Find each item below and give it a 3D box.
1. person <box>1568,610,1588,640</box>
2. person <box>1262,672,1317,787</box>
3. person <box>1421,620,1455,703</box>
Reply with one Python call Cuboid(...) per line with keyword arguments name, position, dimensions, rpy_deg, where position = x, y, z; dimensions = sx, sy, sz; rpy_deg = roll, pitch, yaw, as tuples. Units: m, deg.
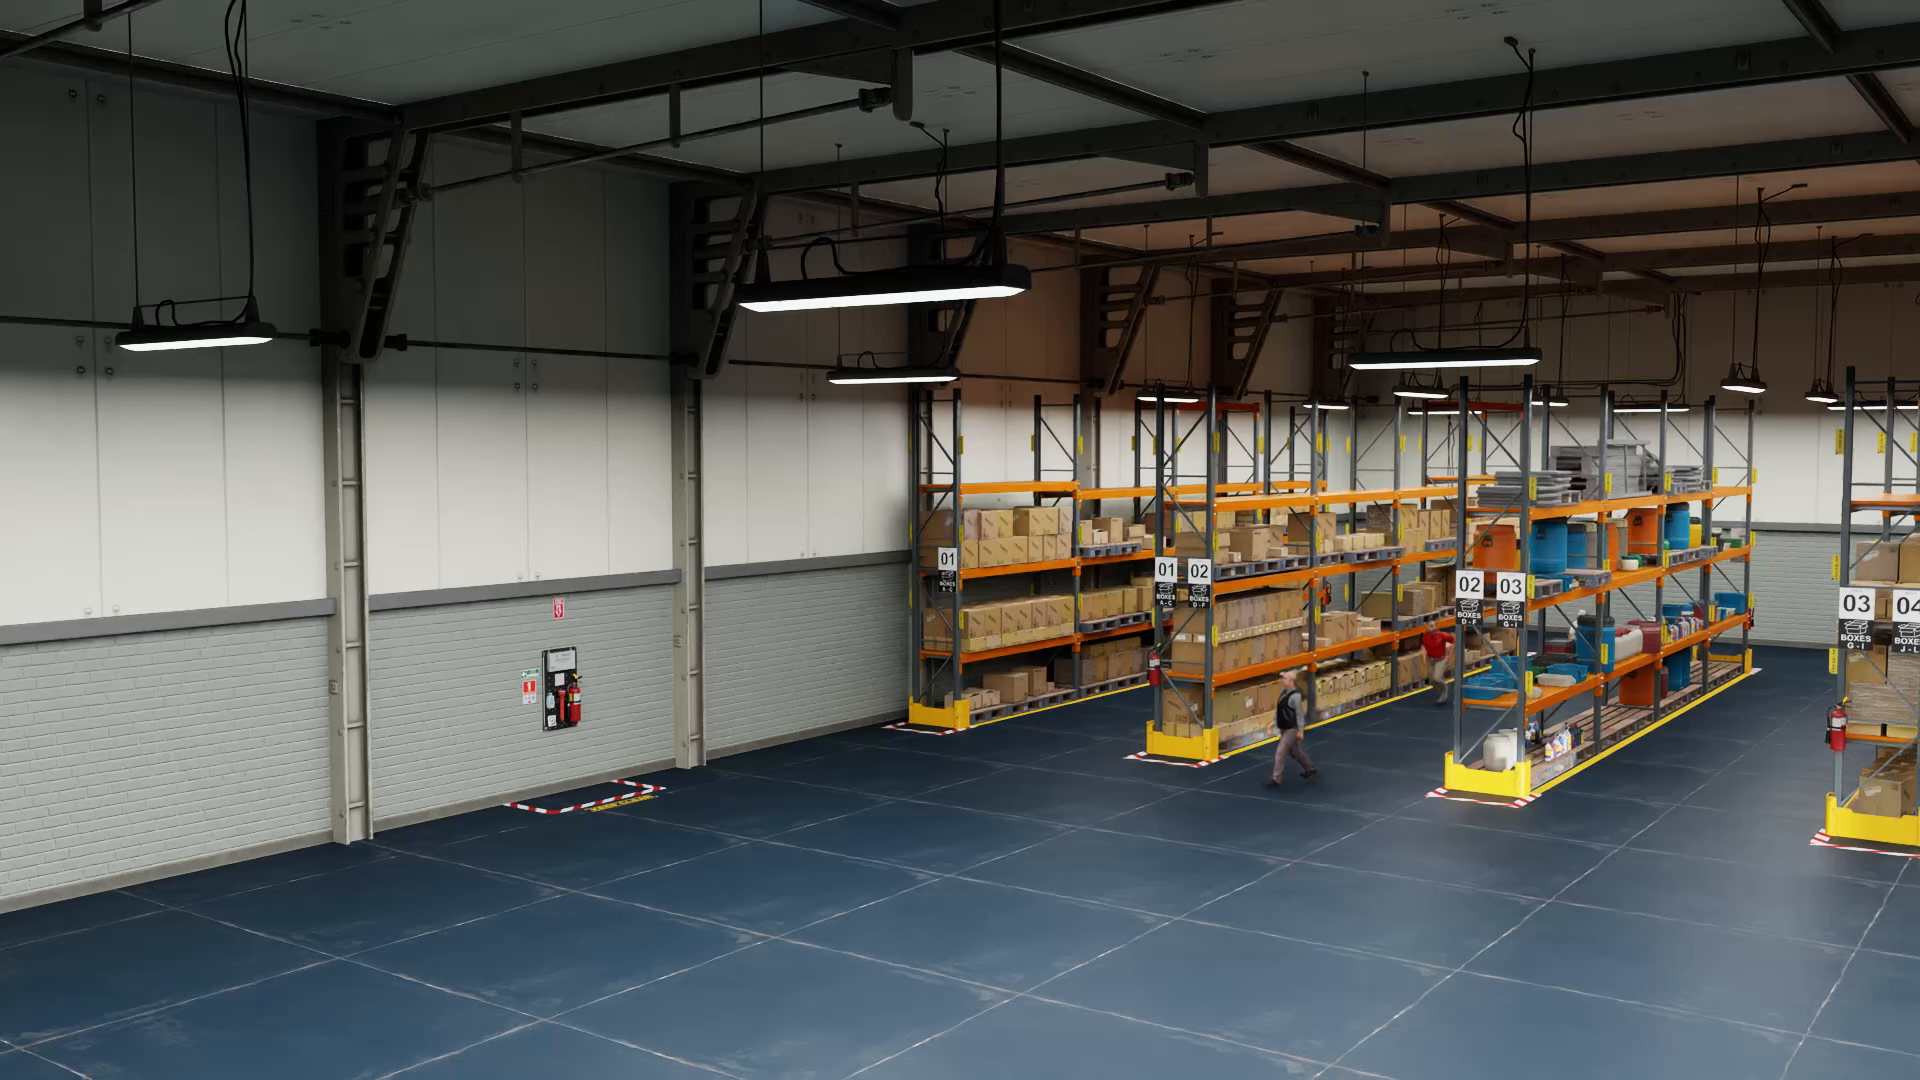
Cuboid(name="person", position=(12.818, 2.228, 34.302), dimensions=(0.553, 1.591, 1.053), rpy_deg=(2, 4, 34))
Cuboid(name="person", position=(4.848, 2.763, 24.415), dimensions=(1.089, 1.670, 0.601), rpy_deg=(-1, 4, -23))
Cuboid(name="person", position=(9.274, 2.354, 32.189), dimensions=(0.709, 1.638, 0.722), rpy_deg=(3, 5, 45))
